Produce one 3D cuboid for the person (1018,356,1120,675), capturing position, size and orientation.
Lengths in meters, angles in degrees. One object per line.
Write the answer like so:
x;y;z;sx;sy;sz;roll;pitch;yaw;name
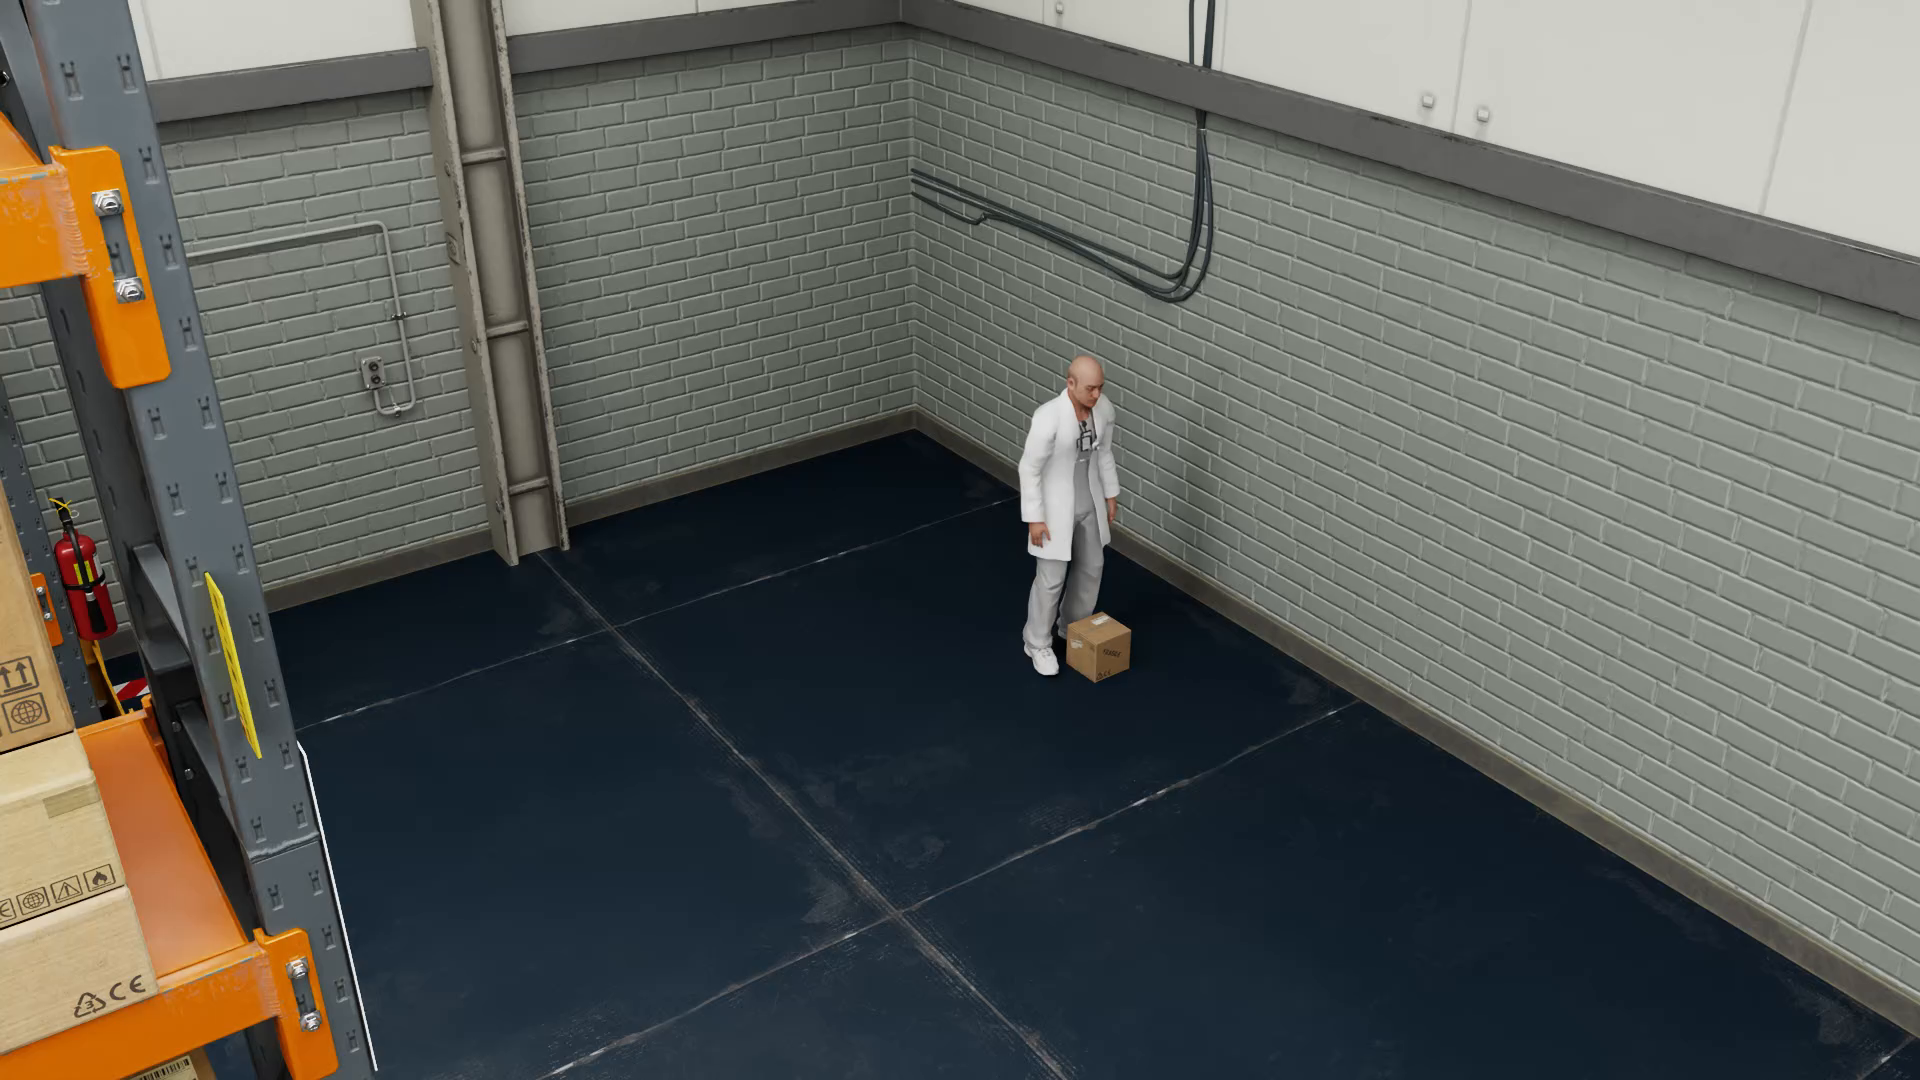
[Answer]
0.598;-0.168;8.952;0.647;1.774;0.421;-19;34;-31;person
